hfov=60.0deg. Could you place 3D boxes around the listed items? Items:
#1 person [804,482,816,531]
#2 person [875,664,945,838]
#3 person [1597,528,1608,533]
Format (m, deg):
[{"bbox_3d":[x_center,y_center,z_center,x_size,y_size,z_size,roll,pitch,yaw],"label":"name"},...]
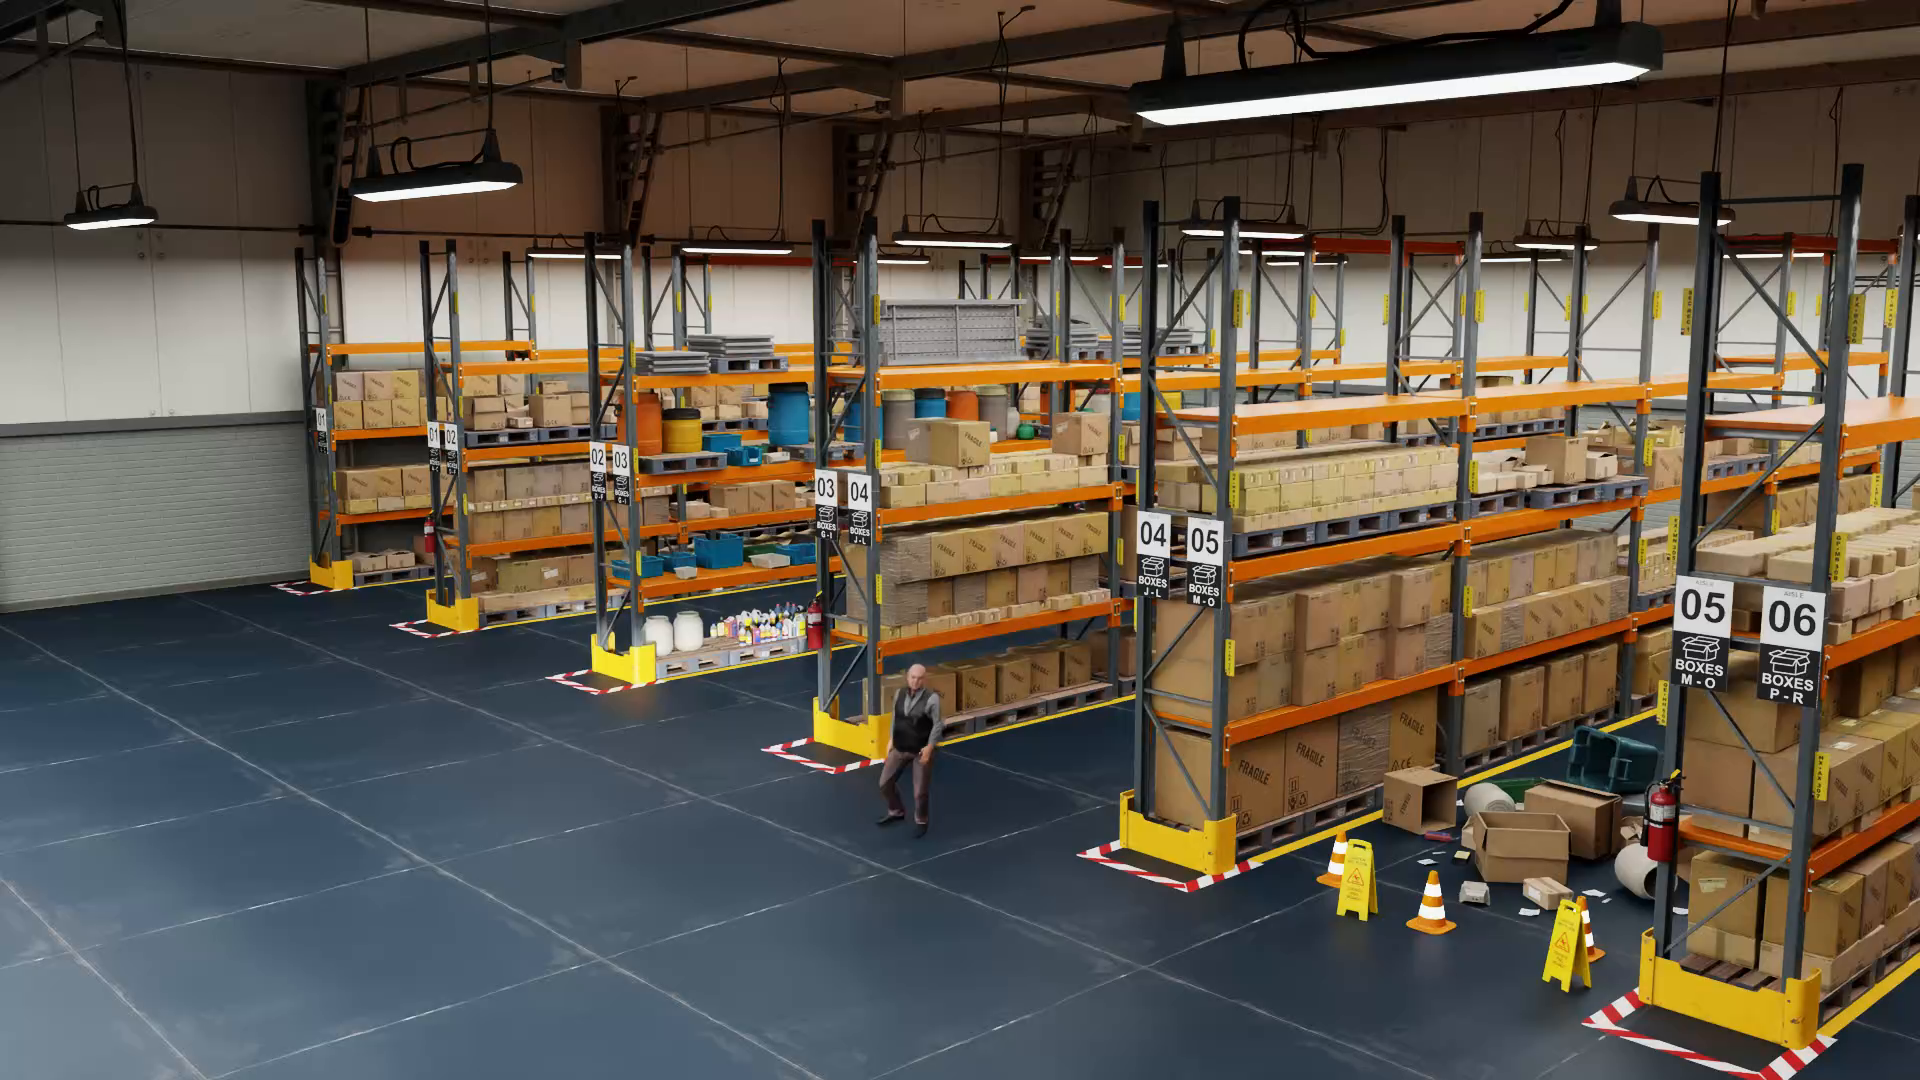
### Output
[{"bbox_3d":[-2.722,-0.438,33.167,0.604,1.513,0.852,5,10,30],"label":"person"},{"bbox_3d":[-0.513,2.021,15.903,0.786,1.714,0.601,4,9,23],"label":"person"},{"bbox_3d":[9.861,0.601,25.643,0.518,1.604,0.862,7,11,38],"label":"person"}]
